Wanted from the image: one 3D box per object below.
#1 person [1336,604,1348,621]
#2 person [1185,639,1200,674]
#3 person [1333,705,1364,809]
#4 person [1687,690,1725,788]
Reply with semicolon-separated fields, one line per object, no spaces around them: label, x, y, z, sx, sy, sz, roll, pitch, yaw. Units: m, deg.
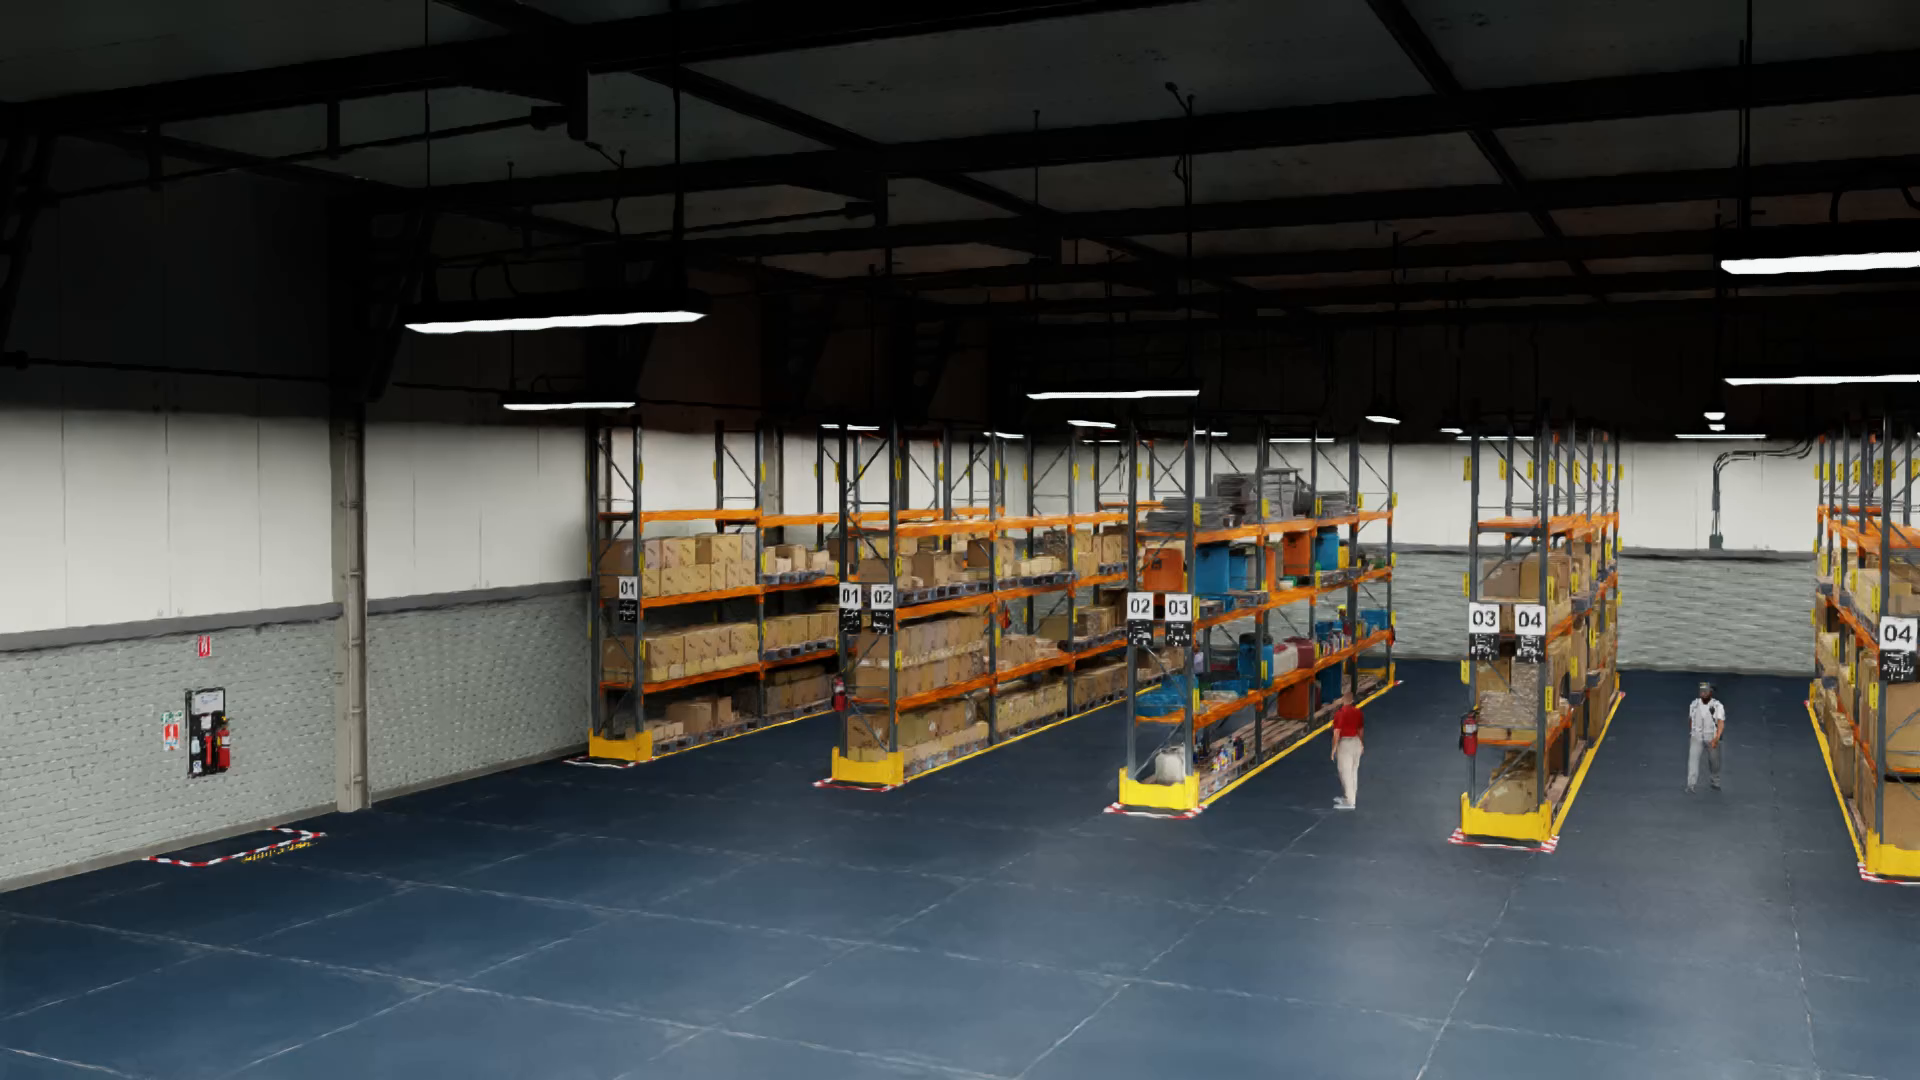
person;9.574;2.441;41.411;0.603;1.728;0.939;2;3;41
person;4.827;2.806;34.015;0.479;1.567;1.090;1;3;27
person;5.745;3.215;24.805;0.556;1.511;0.555;-2;3;-35
person;11.703;3.059;26.049;0.533;1.610;0.832;2;3;33
